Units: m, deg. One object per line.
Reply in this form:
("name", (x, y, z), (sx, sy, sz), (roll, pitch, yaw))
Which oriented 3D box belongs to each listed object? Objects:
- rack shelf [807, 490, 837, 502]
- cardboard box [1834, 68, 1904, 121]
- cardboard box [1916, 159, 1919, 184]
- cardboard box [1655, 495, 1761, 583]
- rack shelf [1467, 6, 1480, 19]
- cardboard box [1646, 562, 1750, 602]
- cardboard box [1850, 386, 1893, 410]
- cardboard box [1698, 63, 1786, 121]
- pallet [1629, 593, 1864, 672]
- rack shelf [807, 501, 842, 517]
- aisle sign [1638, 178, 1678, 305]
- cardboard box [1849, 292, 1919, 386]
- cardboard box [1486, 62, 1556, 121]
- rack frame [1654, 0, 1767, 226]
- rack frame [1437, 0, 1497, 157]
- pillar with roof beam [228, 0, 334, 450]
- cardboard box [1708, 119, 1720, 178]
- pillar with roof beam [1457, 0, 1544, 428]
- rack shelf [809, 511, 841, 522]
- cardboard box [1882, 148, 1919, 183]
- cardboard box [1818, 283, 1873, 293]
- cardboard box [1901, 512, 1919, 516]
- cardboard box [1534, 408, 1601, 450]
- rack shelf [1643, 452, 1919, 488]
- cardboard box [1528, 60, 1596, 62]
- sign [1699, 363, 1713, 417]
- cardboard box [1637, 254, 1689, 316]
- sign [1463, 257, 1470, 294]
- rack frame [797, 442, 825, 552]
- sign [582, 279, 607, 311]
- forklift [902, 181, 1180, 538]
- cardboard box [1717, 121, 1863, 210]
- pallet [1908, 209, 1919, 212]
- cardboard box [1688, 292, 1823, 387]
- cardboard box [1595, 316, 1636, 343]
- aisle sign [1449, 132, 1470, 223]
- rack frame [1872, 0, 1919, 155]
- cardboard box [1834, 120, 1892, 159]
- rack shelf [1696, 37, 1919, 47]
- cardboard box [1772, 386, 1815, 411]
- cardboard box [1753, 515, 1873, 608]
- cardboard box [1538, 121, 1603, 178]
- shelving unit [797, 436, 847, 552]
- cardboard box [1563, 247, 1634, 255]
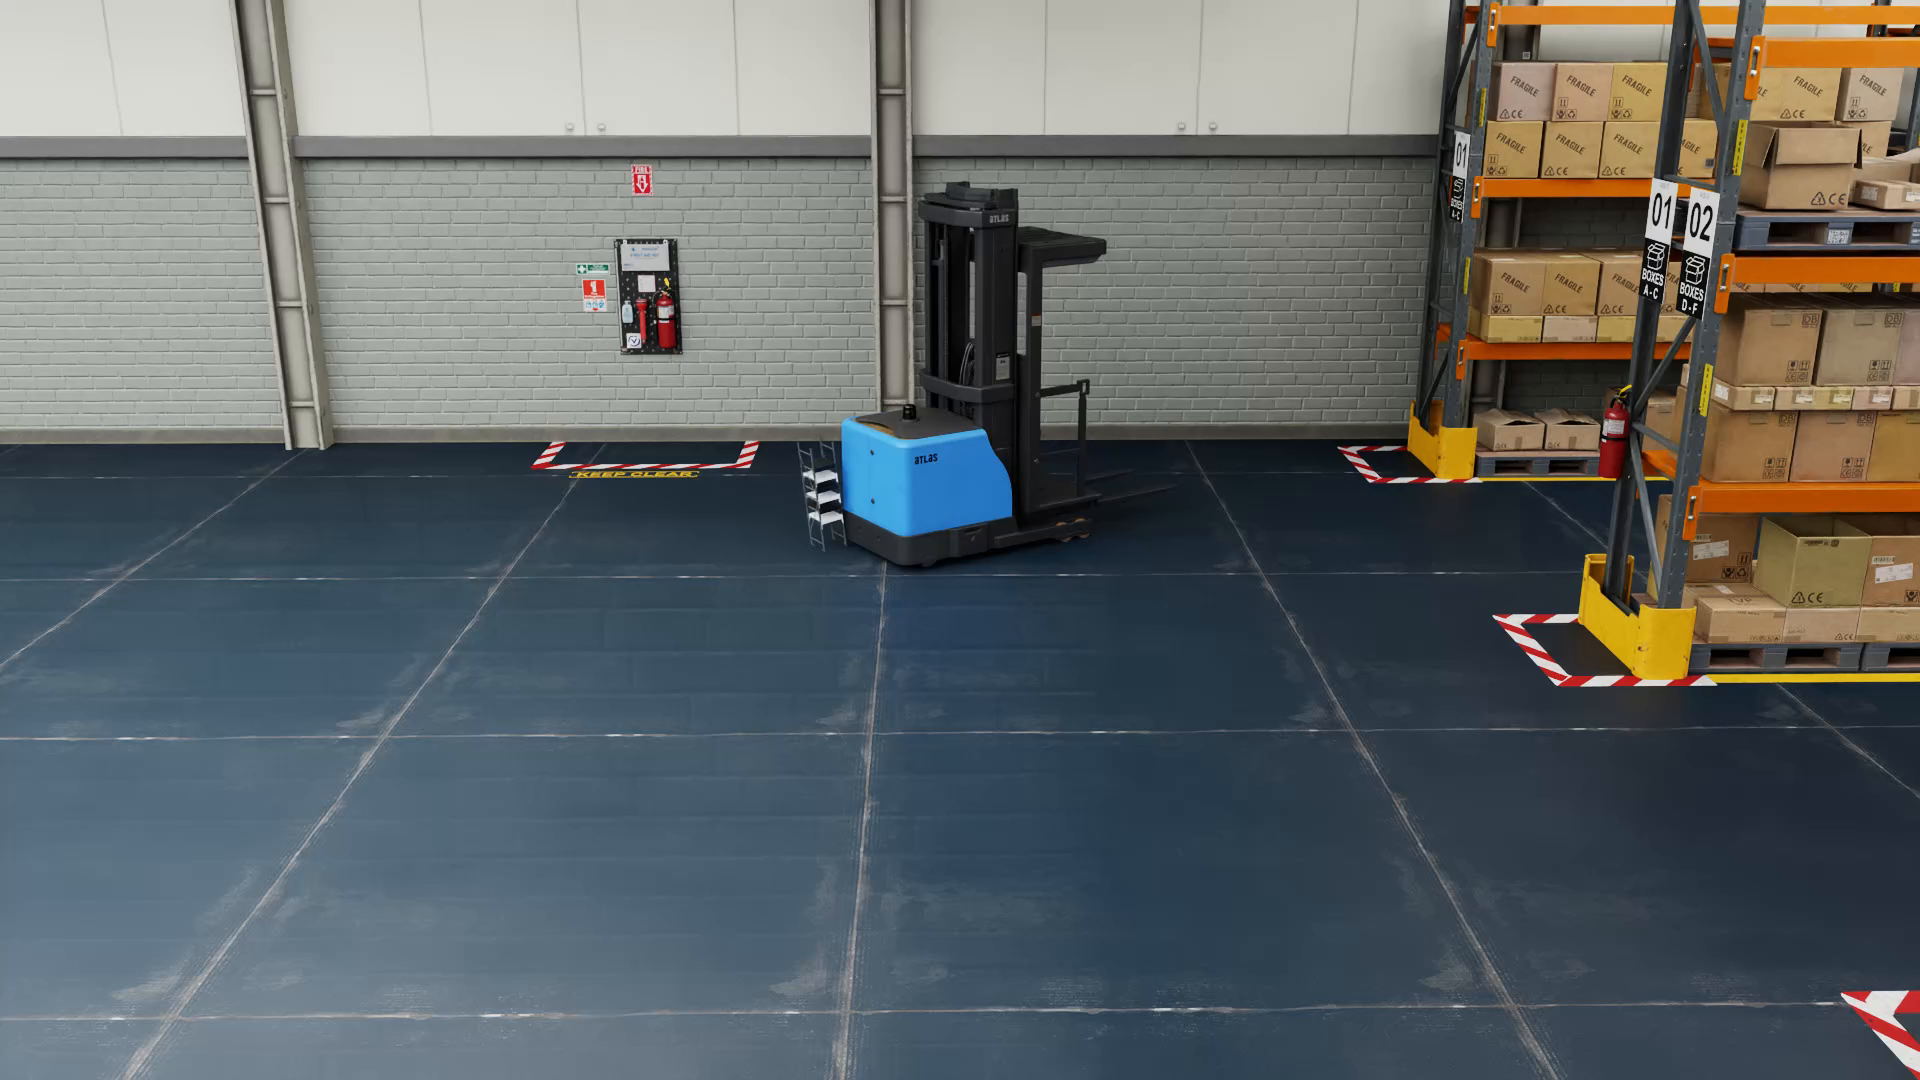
("rack shelf", (-1.137, -0.368, 13.734), (0.190, 0.026, 0.221), (-18, 24, -28))
("cardboard box", (8.154, -4.080, 15.112), (0.500, 0.500, 0.500), (-2, 18, -6))
("cardboard box", (6.398, -2.339, 10.437), (0.500, 0.500, 0.500), (0, 18, -1))
("cardboard box", (5.265, -0.013, 11.764), (0.500, 0.500, 0.500), (0, 18, -1))
("rack shelf", (6.651, -4.800, 15.141), (3.809, 0.124, 0.919), (0, 18, -1))
("cardboard box", (5.265, 0.345, 11.876), (0.500, 0.250, 0.500), (0, 18, -1))
("cardboard box", (5.894, -0.968, 10.928), (0.250, 0.149, 0.380), (-1, 18, -2))
("cardboard box", (7.084, -4.069, 15.076), (0.500, 0.500, 0.500), (-1, 18, -3))
("pallet", (5.497, 0.640, 11.708), (1.213, 0.211, 1.003), (0, 18, -1))
("rack shelf", (-1.127, -0.266, 13.773), (0.200, 0.077, 0.258), (-18, 24, -28))
("aisle sign", (4.663, -1.999, 11.112), (0.004, 0.787, 0.394), (0, 18, -1))
("cardboard box", (6.283, -1.343, 11.035), (0.500, 0.500, 0.700), (0, 18, -1))
("cardboard box", (5.040, -4.074, 15.093), (0.500, 0.500, 0.500), (-2, 18, -5))
("rack frame", (4.733, -3.528, 10.315), (0.127, 3.000, 1.000), (0, 18, -1))
("rack frame", (4.651, -5.041, 15.031), (0.127, 3.000, 1.000), (0, 18, -1))
("pillar with roof beam", (-6.593, -3.936, 11.586), (0.400, 9.000, 9.100), (0, 18, -1))
("cardboard box", (7.090, -3.599, 15.248), (0.500, 0.500, 0.500), (-1, 18, -3))
("pillar with roof beam", (5.405, -3.994, 11.766), (0.400, 9.000, 9.100), (0, 18, -1))
("rack shelf", (-1.120, -0.201, 13.799), (0.190, 0.026, 0.221), (-18, 24, -28))
("cardboard box", (6.436, -2.413, 10.978), (0.500, 0.311, 0.500), (2, 18, 6))
("cardboard box", (8.183, -2.402, 15.611), (0.500, 0.500, 0.500), (0, 18, -1))
("cardboard box", (6.764, -0.024, 11.799), (0.500, 0.500, 0.500), (0, 18, -1))
("cardboard box", (5.914, -1.092, 16.224), (0.500, 0.311, 0.500), (1, 18, 4))
("rack shelf", (6.733, -0.432, 11.341), (3.809, 0.124, 0.919), (0, 18, -1))
("cardboard box", (5.623, -4.234, 15.592), (0.500, 0.500, 0.500), (1, 18, 3))
("sign", (4.736, -0.952, 10.558), (0.005, 0.325, 0.100), (0, 18, -1))
("cardboard box", (6.660, -2.396, 15.592), (0.500, 0.500, 0.500), (0, 18, 1))
("sign", (4.660, -2.431, 15.298), (0.005, 0.325, 0.100), (0, 18, -1))
("rack frame", (-1.224, -0.353, 13.681), (0.006, 0.900, 0.240), (-18, 24, -28))
("sign", (-3.688, -2.469, 16.775), (0.234, 0.329, 0.001), (0, 18, -1))
("forklift", (0.527, -1.499, 13.922), (3.031, 2.935, 1.110), (-11, 21, -32))
("cardboard box", (5.308, -2.417, 10.676), (0.637, 0.503, 0.797), (1, 18, 3))
("pallet", (6.663, -2.060, 10.793), (1.213, 0.211, 1.003), (0, 18, -1))
("cardboard box", (5.253, -1.336, 11.013), (0.500, 0.500, 0.700), (0, 18, -1))
("cardboard box", (6.172, -2.036, 15.695), (0.500, 0.250, 0.500), (-1, 18, -2))
("aisle sign", (4.584, -3.331, 15.263), (0.004, 0.787, 0.394), (0, 18, -1))
("rack frame", (8.651, -5.061, 15.091), (0.127, 3.000, 1.000), (0, 18, -1))
("cardboard box", (8.147, -3.611, 15.288), (0.500, 0.500, 0.500), (0, 18, 1))
("rack shelf", (6.733, -3.132, 10.475), (3.809, 0.052, 0.919), (0, 18, -1))
("cardboard box", (5.393, -0.966, 10.924), (0.250, 0.149, 0.380), (-1, 18, -2))
("cardboard box", (5.773, 0.143, 11.278), (0.500, 0.500, 0.500), (0, 18, -1))
("cardboard box", (5.527, -3.587, 15.212), (0.500, 0.500, 0.500), (1, 18, 3))
("shelving unit", (-1.138, -0.380, 13.729), (0.210, 0.900, 0.258), (-18, 24, -28))
("cardboard box", (9.015, 2.678, 1.985), (6.802, 1.850, 30.447), (0, 18, 1))
